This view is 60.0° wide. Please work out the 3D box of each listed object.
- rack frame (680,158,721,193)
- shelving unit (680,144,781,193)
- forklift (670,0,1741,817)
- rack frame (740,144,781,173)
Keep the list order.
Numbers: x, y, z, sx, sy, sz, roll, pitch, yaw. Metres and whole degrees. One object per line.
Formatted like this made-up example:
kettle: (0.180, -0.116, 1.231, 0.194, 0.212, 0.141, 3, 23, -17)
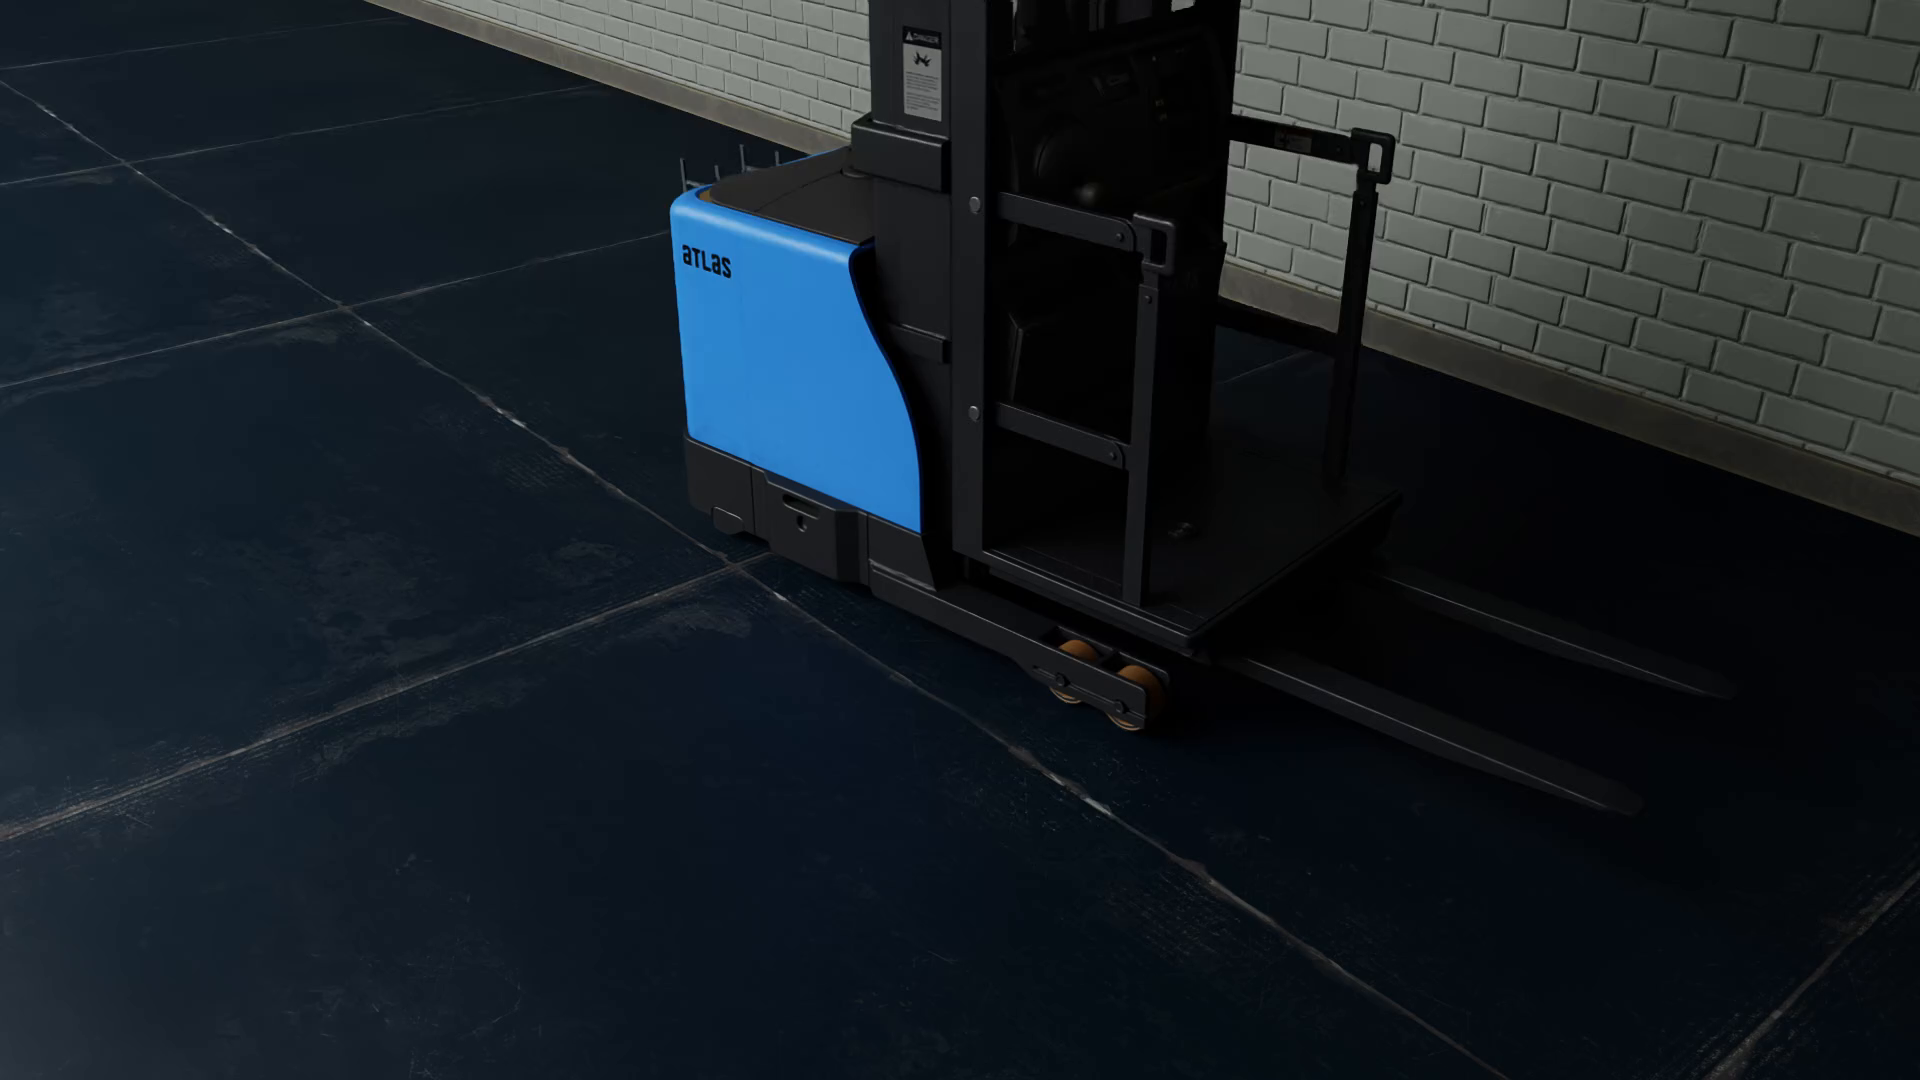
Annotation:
rack frame: (-0.801, -0.722, 5.490, 0.200, 1.050, 0.008, 21, 34, 41)
shelving unit: (-0.715, -0.763, 5.566, 0.215, 1.050, 0.252, 21, 34, 41)
forklift: (0.568, -1.076, 4.172, 3.031, 2.935, 1.130, 22, 35, 35)
rack frame: (-0.629, -0.803, 5.643, 0.200, 1.050, 0.008, 21, 34, 41)
